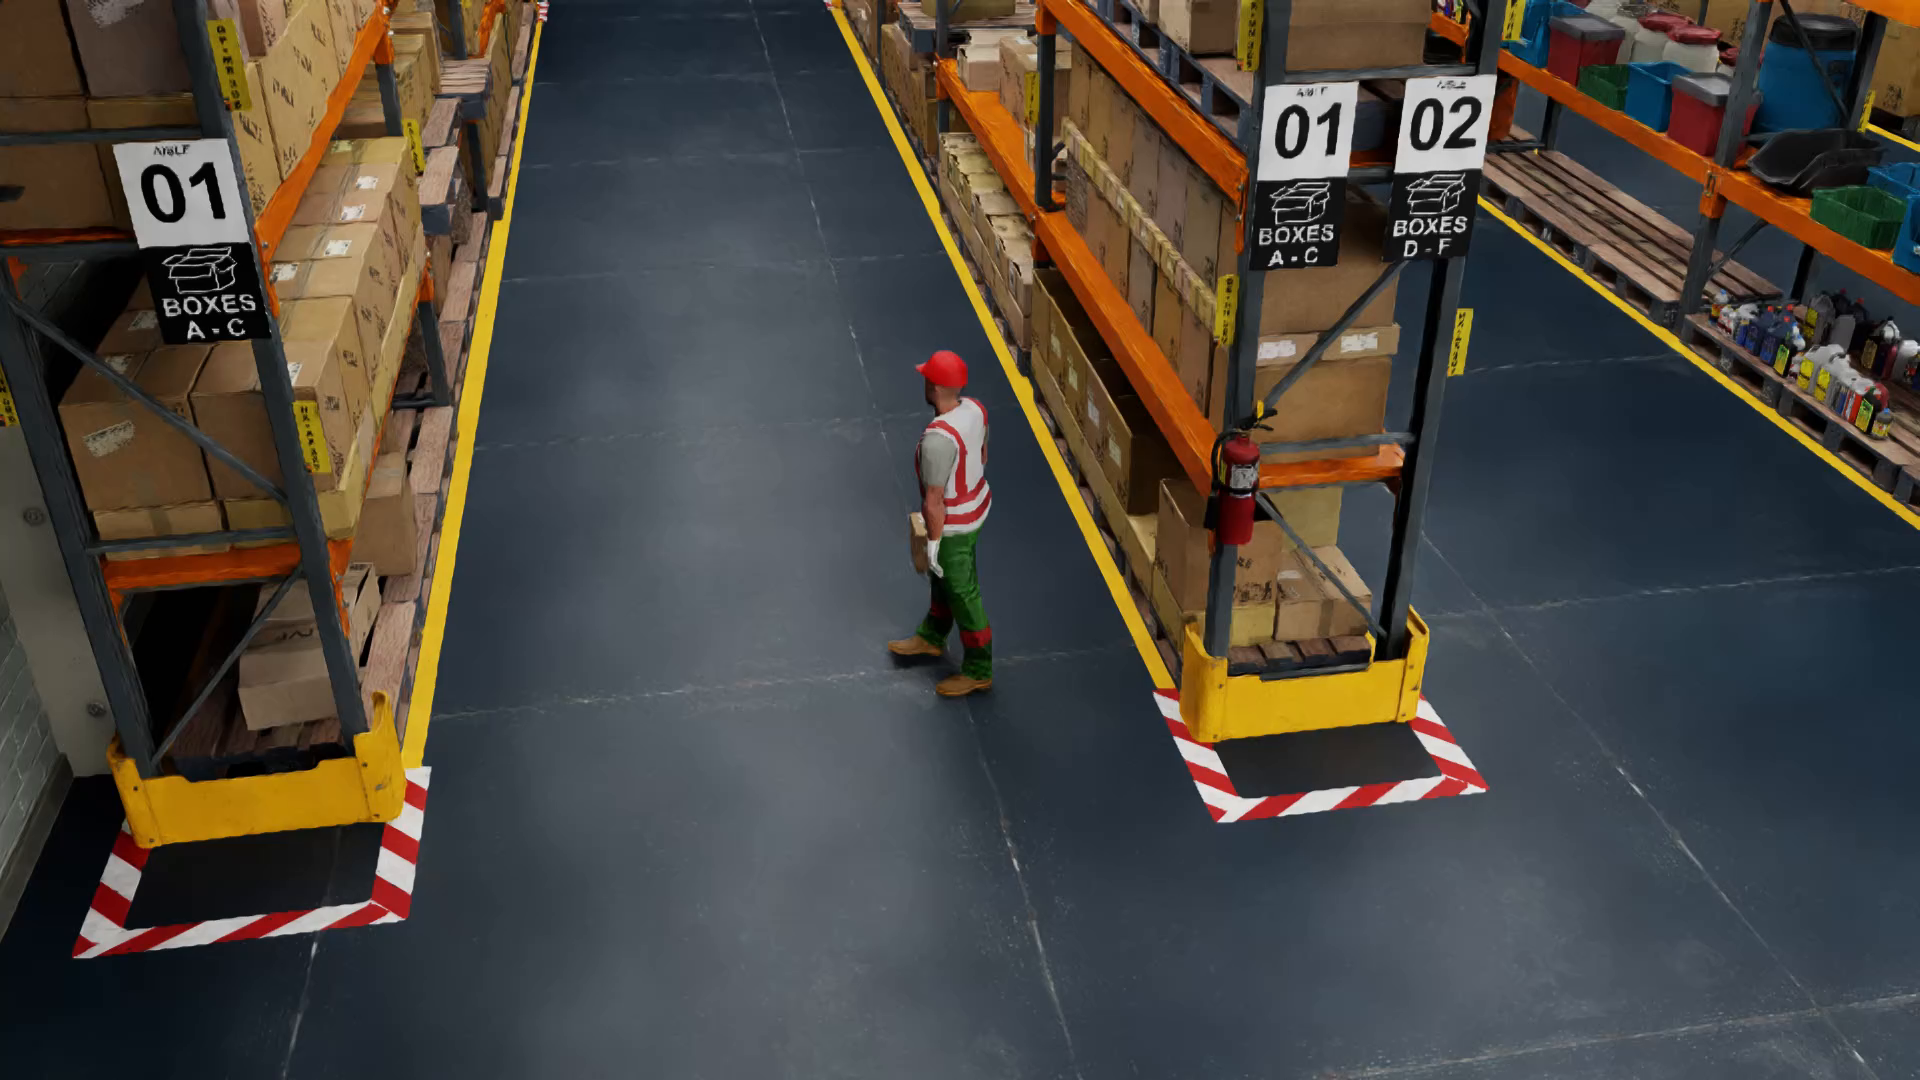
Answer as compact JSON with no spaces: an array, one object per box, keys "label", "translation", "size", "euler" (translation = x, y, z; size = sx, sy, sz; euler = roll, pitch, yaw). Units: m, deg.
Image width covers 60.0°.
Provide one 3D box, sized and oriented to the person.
[{"label":"person","translation":[-0.085,-0.118,8.302],"size":[0.615,1.785,0.687],"euler":[9,32,15]}]
